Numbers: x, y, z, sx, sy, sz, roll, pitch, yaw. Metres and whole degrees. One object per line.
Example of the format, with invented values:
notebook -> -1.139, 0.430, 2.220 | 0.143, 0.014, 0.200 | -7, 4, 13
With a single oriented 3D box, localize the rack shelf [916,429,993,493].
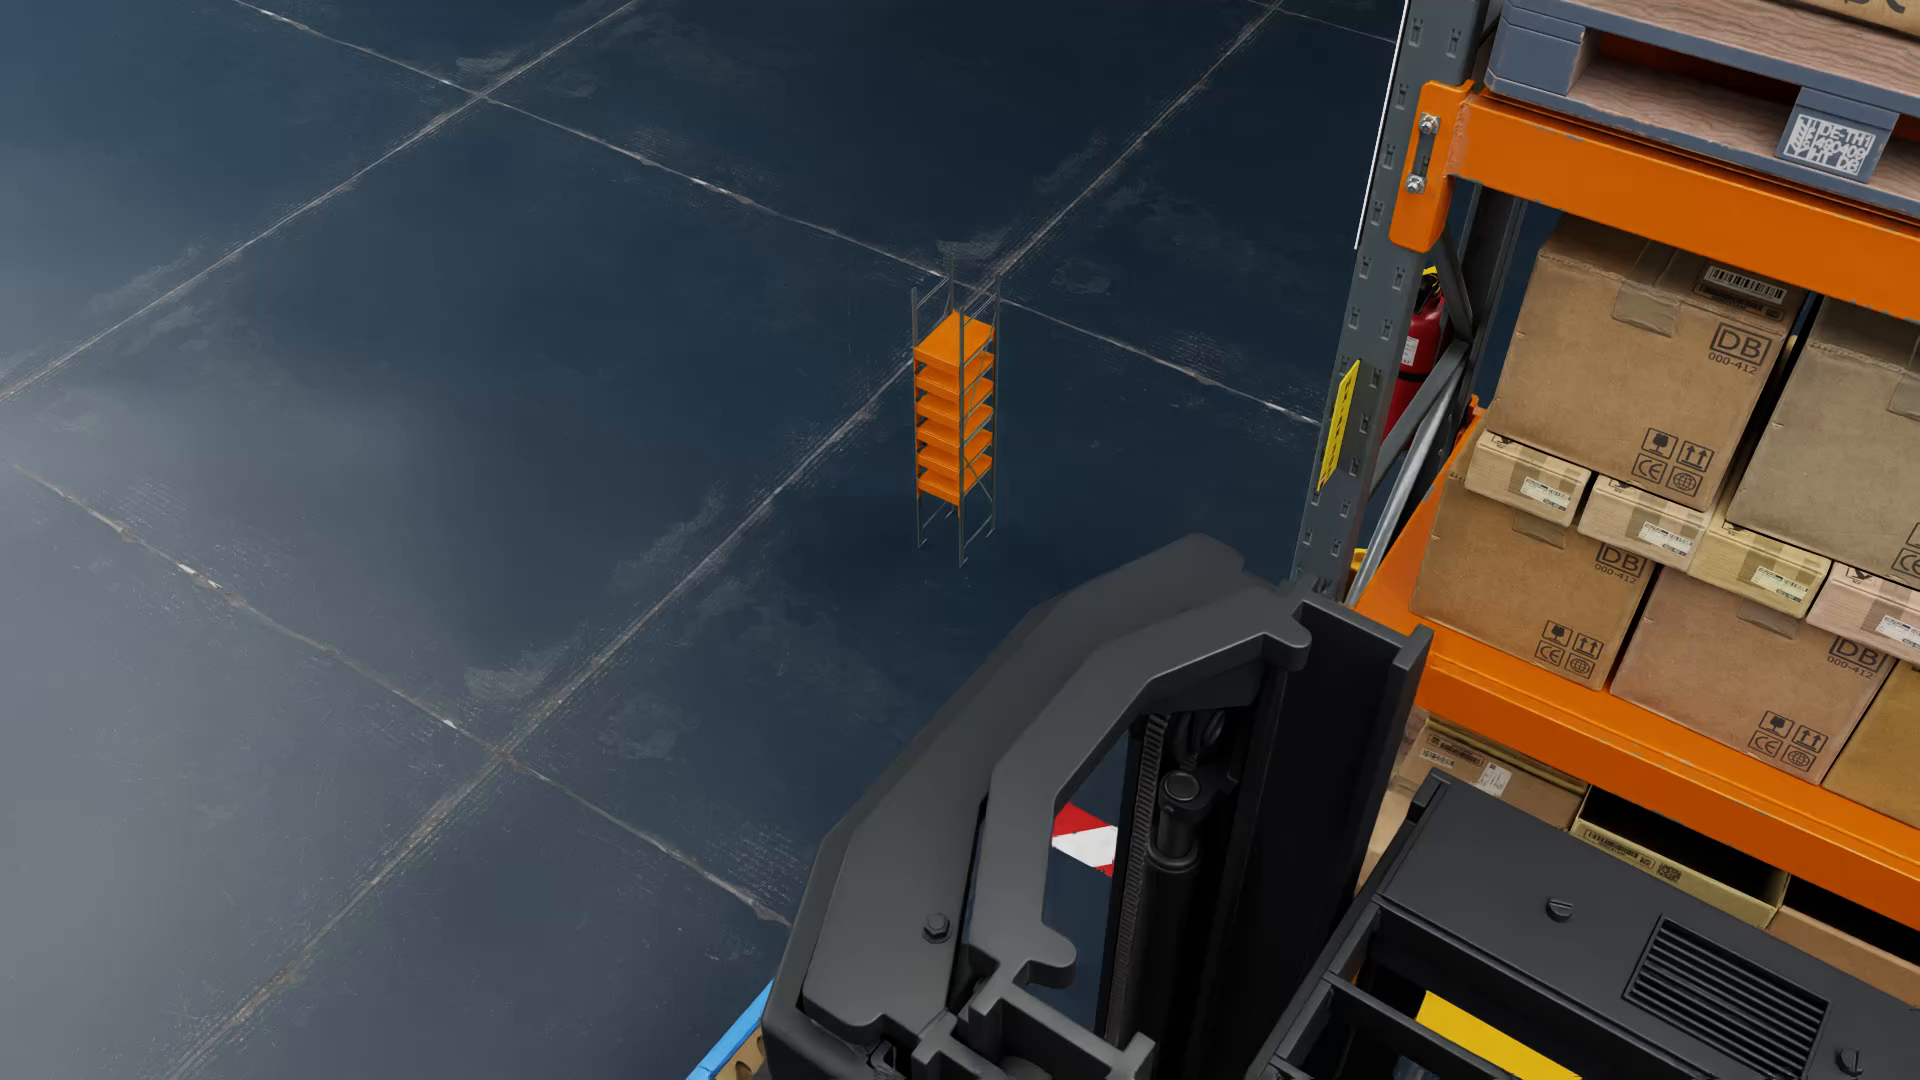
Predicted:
rack shelf -> -0.012, -0.309, 5.943 | 0.180, 0.103, 0.258 | 25, 51, 22

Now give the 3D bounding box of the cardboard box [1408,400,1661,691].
cardboard box -> 1.542, -0.104, 4.190 | 0.500, 0.500, 0.700 | 25, 51, 22

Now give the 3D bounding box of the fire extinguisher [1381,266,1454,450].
fire extinguisher -> 1.308, -0.557, 4.754 | 0.183, 0.674, 0.296 | 25, 51, 22

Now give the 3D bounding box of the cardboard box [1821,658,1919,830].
cardboard box -> 2.402, 0.292, 3.805 | 0.500, 0.500, 0.700 | 25, 51, 22

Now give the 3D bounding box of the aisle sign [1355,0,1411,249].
aisle sign -> 0.936, -1.004, 3.322 | 0.004, 0.787, 0.394 | 25, 51, 22

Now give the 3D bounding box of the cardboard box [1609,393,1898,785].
cardboard box -> 1.987, 0.096, 3.995 | 0.500, 0.500, 0.700 | 26, 51, 23

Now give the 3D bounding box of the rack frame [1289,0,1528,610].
rack frame -> 1.156, -0.258, 4.409 | 0.127, 3.000, 1.000 | 25, 51, 22

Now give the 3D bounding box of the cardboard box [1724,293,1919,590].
cardboard box -> 2.033, -0.335, 3.510 | 0.500, 0.500, 0.700 | 23, 50, 21

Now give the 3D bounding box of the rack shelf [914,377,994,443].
rack shelf -> -0.012, -0.476, 5.771 | 0.180, 0.103, 0.258 | 25, 51, 22

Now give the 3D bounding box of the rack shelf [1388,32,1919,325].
rack shelf -> 2.840, -0.278, 2.839 | 4.000, 0.370, 1.077 | 25, 51, 22

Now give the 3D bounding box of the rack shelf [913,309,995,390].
rack shelf -> -0.012, -0.644, 5.599 | 0.180, 0.103, 0.258 | 25, 51, 22

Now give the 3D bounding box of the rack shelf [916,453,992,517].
rack shelf -> -0.012, -0.226, 6.029 | 0.180, 0.103, 0.258 | 25, 51, 22

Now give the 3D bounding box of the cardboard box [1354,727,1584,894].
cardboard box -> 1.488, 0.896, 4.912 | 0.500, 0.250, 0.500 | 25, 51, 22

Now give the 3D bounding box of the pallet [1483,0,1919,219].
pallet -> 1.738, -0.983, 3.084 | 1.213, 0.211, 1.003 | 25, 51, 22

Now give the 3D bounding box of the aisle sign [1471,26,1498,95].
aisle sign -> 1.260, -1.366, 3.674 | 0.004, 0.787, 0.394 | 25, 51, 22

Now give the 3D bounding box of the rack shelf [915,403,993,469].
rack shelf -> -0.012, -0.393, 5.857 | 0.180, 0.103, 0.258 | 25, 51, 22

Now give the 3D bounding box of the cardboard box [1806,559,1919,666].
cardboard box -> 2.015, 0.060, 3.578 | 0.250, 0.149, 0.380 | 24, 50, 22

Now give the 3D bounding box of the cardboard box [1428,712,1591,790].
cardboard box -> 1.768, 0.321, 4.948 | 0.500, 0.500, 0.500 | 25, 51, 22

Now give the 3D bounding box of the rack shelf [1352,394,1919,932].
rack shelf -> 2.840, 0.767, 3.914 | 4.000, 0.370, 1.077 | 25, 51, 22

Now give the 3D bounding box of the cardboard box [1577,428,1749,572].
cardboard box -> 1.594, -0.136, 3.769 | 0.250, 0.149, 0.380 | 23, 50, 21

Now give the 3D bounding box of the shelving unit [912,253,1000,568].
shelving unit -> -0.012, -0.424, 5.825 | 0.189, 1.200, 0.258 | 25, 51, 22

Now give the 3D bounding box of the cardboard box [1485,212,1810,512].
cardboard box -> 1.587, -0.536, 3.705 | 0.500, 0.500, 0.700 | 25, 51, 22

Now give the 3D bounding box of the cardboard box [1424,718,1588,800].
cardboard box -> 1.767, 0.583, 5.216 | 0.500, 0.250, 0.500 | 25, 51, 22

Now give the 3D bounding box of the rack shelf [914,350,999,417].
rack shelf -> -0.012, -0.560, 5.685 | 0.180, 0.103, 0.258 | 25, 51, 22

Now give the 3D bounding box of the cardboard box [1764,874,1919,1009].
cardboard box -> 2.337, 1.013, 4.276 | 0.500, 0.500, 0.500 | 25, 51, 22

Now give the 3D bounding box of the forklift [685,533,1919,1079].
forklift -> 0.639, 1.490, 2.758 | 3.031, 2.935, 1.130 | 27, 52, 24

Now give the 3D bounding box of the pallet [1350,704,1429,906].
pallet -> 1.823, 0.985, 5.146 | 1.213, 0.211, 1.003 | 25, 51, 22

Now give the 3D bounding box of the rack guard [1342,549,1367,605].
rack guard -> 1.136, 0.604, 5.314 | 0.348, 0.500, 1.175 | 25, 51, 22

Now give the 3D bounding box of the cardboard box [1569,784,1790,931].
cardboard box -> 1.910, 0.827, 4.456 | 0.500, 0.500, 0.500 | 25, 51, 22

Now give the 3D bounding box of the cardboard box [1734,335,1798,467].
cardboard box -> 2.017, -0.286, 3.915 | 0.250, 0.149, 0.380 | 24, 50, 22

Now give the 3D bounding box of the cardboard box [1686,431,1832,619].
cardboard box -> 1.803, -0.039, 3.674 | 0.250, 0.149, 0.380 | 25, 51, 22

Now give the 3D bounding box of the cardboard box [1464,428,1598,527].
cardboard box -> 1.370, -0.237, 3.866 | 0.250, 0.149, 0.380 | 24, 51, 22

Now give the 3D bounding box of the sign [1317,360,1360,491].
sign -> 0.852, -0.254, 3.747 | 0.005, 0.325, 0.100 | 25, 51, 22

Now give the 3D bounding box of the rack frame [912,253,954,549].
rack frame -> -0.089, -0.459, 5.860 | 0.006, 1.200, 0.240 | 25, 51, 22

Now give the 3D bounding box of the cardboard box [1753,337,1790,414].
cardboard box -> 1.802, -0.385, 4.011 | 0.250, 0.149, 0.380 | 26, 51, 23

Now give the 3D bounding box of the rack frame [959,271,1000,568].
rack frame -> 0.065, -0.388, 5.791 | 0.006, 1.200, 0.240 | 25, 51, 22
